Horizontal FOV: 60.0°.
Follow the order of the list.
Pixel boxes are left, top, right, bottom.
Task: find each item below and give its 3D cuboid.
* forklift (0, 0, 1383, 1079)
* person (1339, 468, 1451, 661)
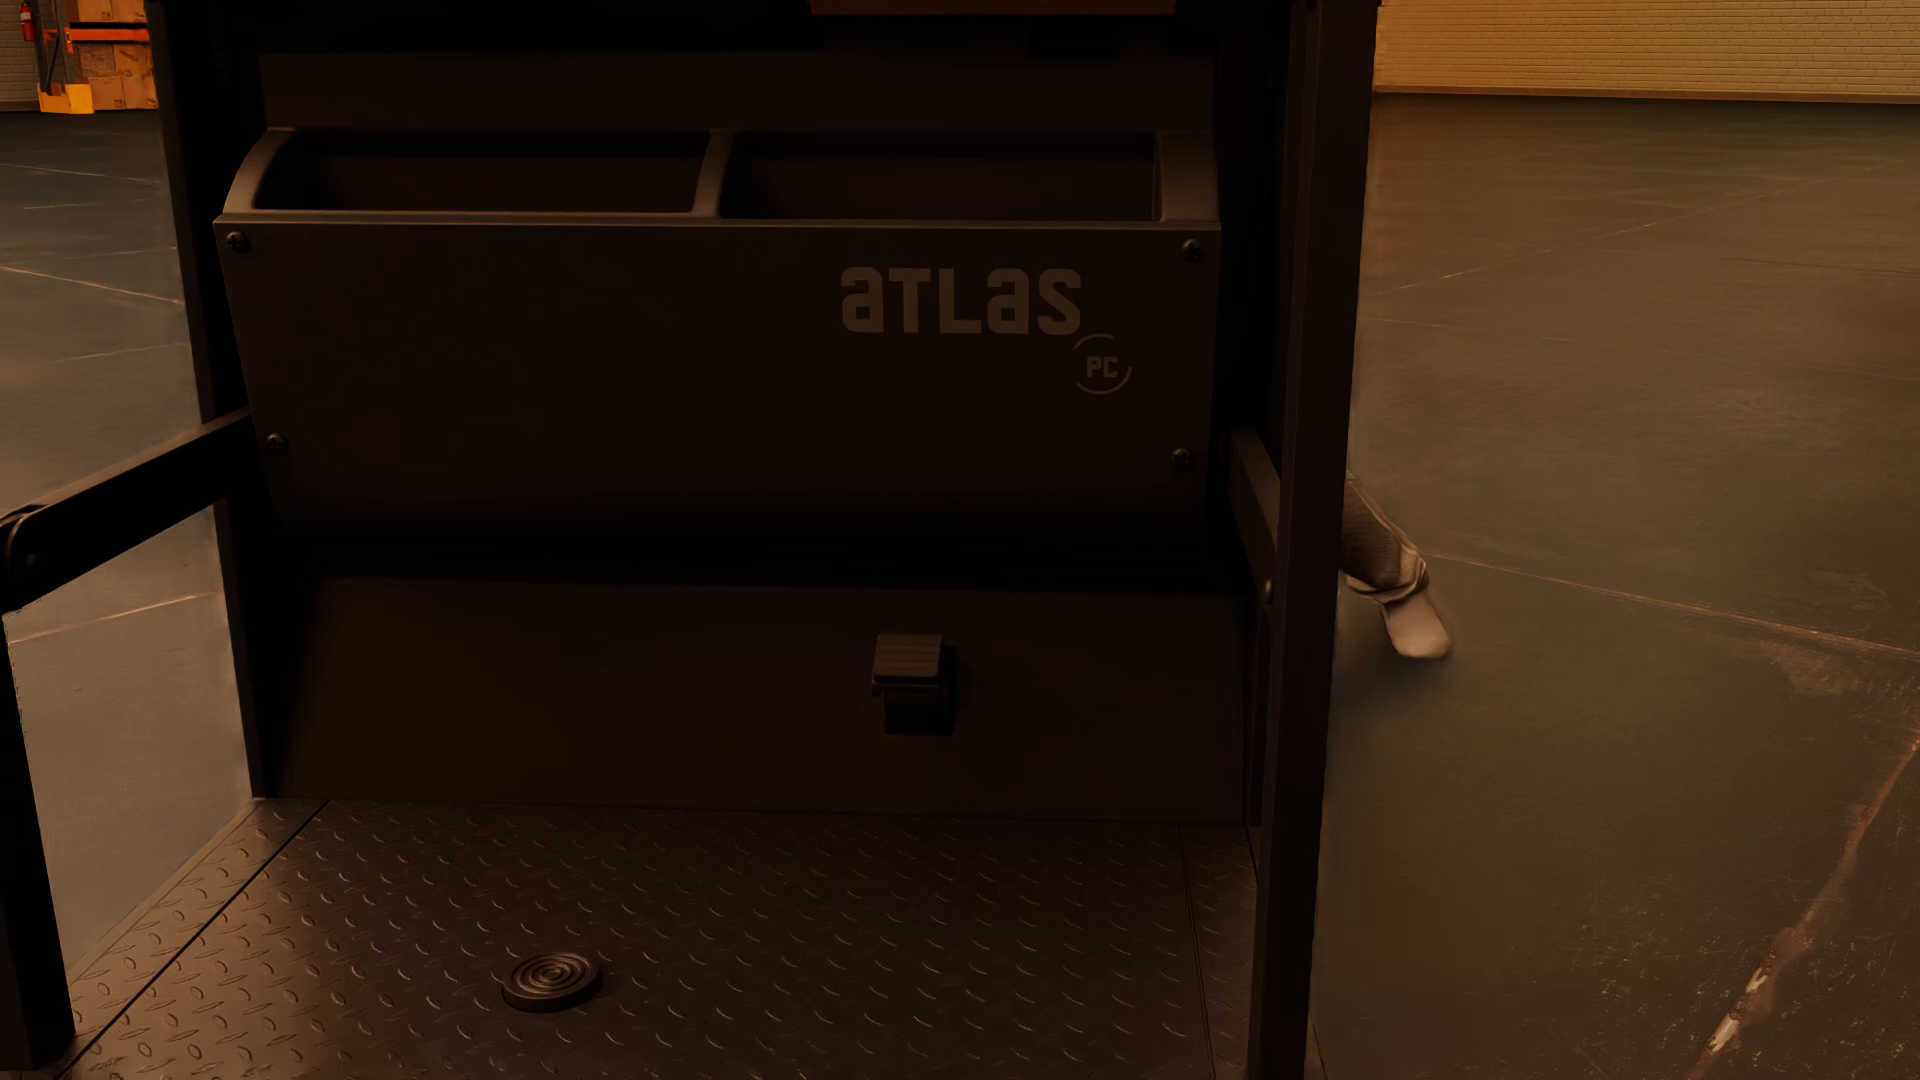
[{"bbox_3d":[-0.236,-0.712,1.242,1.130,2.935,3.031,1,17,4],"label":"forklift"},{"bbox_3d":[0.383,-0.599,3.244,0.953,1.617,1.049,-9,19,-28],"label":"person"}]
